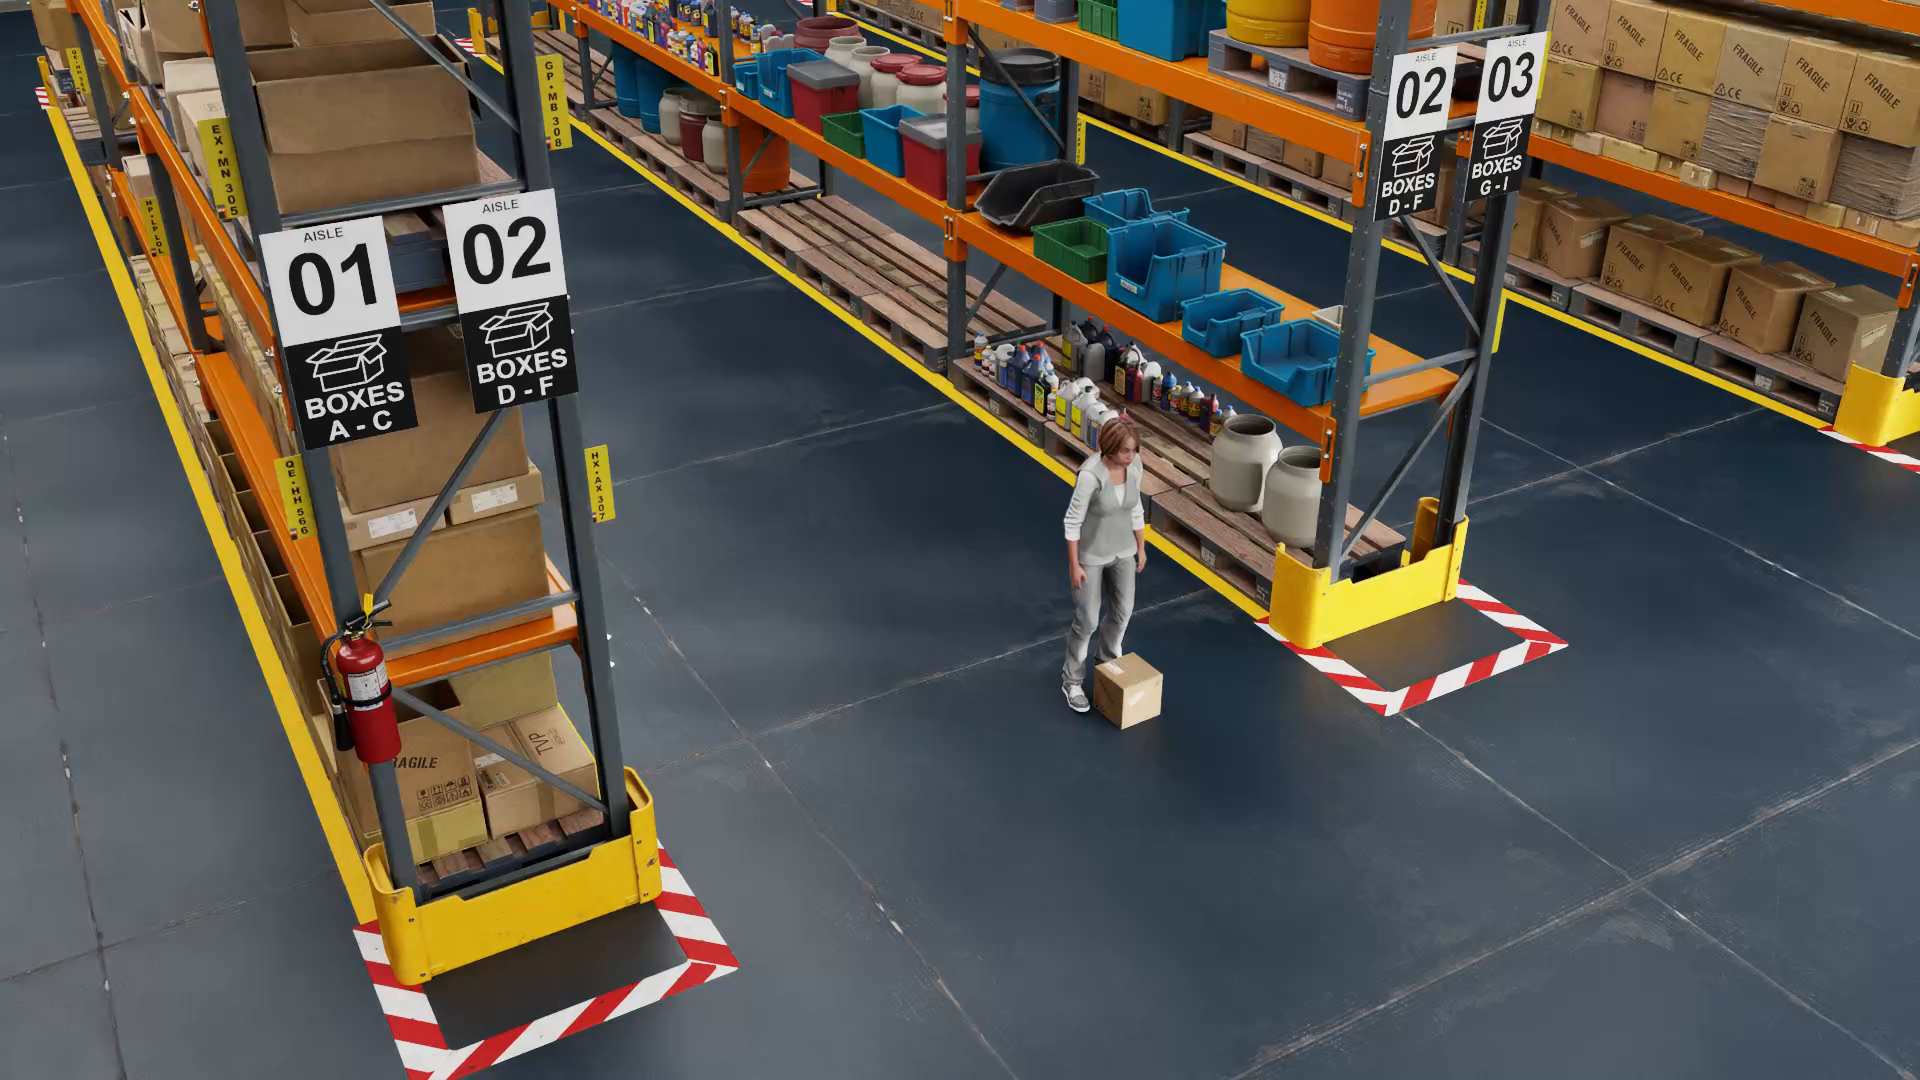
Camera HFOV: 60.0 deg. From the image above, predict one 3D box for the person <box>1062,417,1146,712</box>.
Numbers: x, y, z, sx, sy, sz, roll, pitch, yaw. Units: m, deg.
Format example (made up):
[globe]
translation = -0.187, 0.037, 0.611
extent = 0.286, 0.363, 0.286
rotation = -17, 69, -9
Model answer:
[person]
translation = 0.732, 0.092, 8.398
extent = 0.461, 1.593, 0.343
rotation = -16, 33, -26
